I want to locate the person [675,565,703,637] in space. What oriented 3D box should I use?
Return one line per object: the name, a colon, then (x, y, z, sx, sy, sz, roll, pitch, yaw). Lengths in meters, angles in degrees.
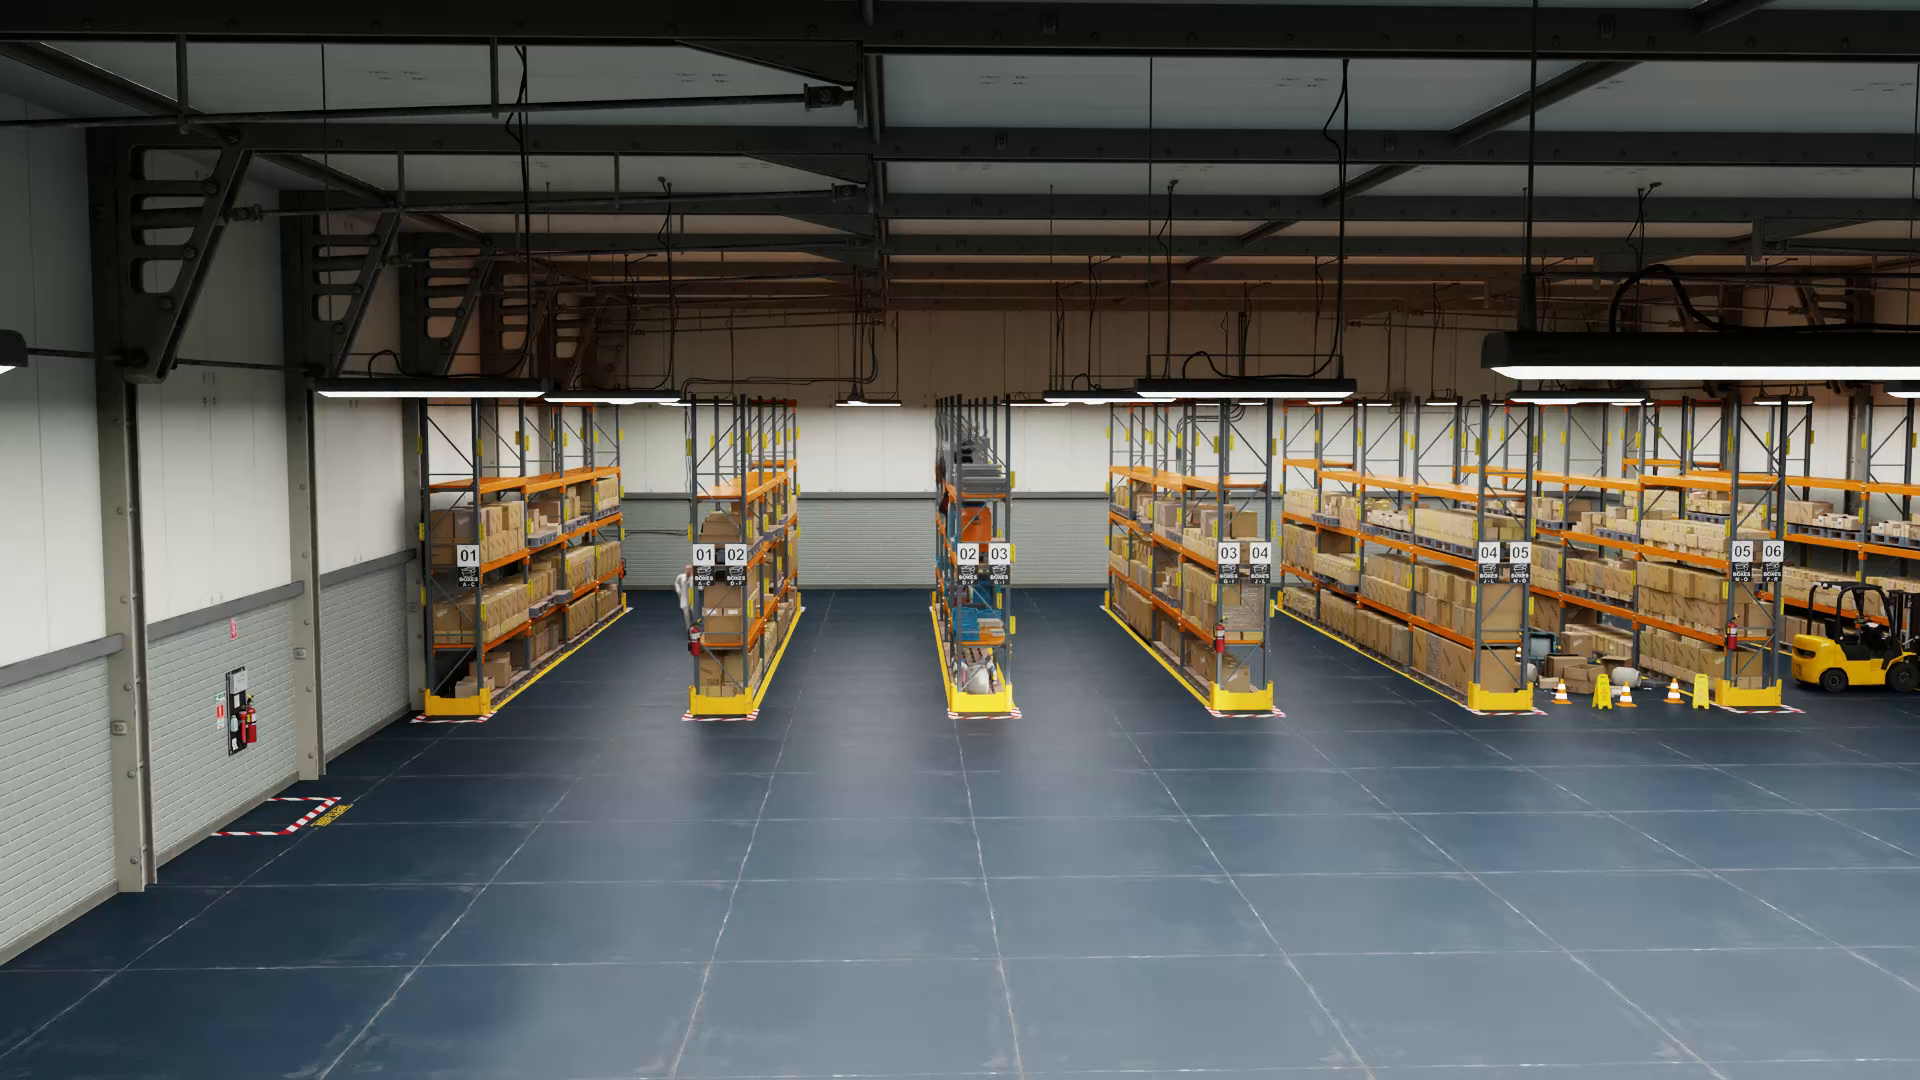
person: (-6.866, 1.558, 42.127, 0.716, 1.693, 0.961, 0, 5, -4)
